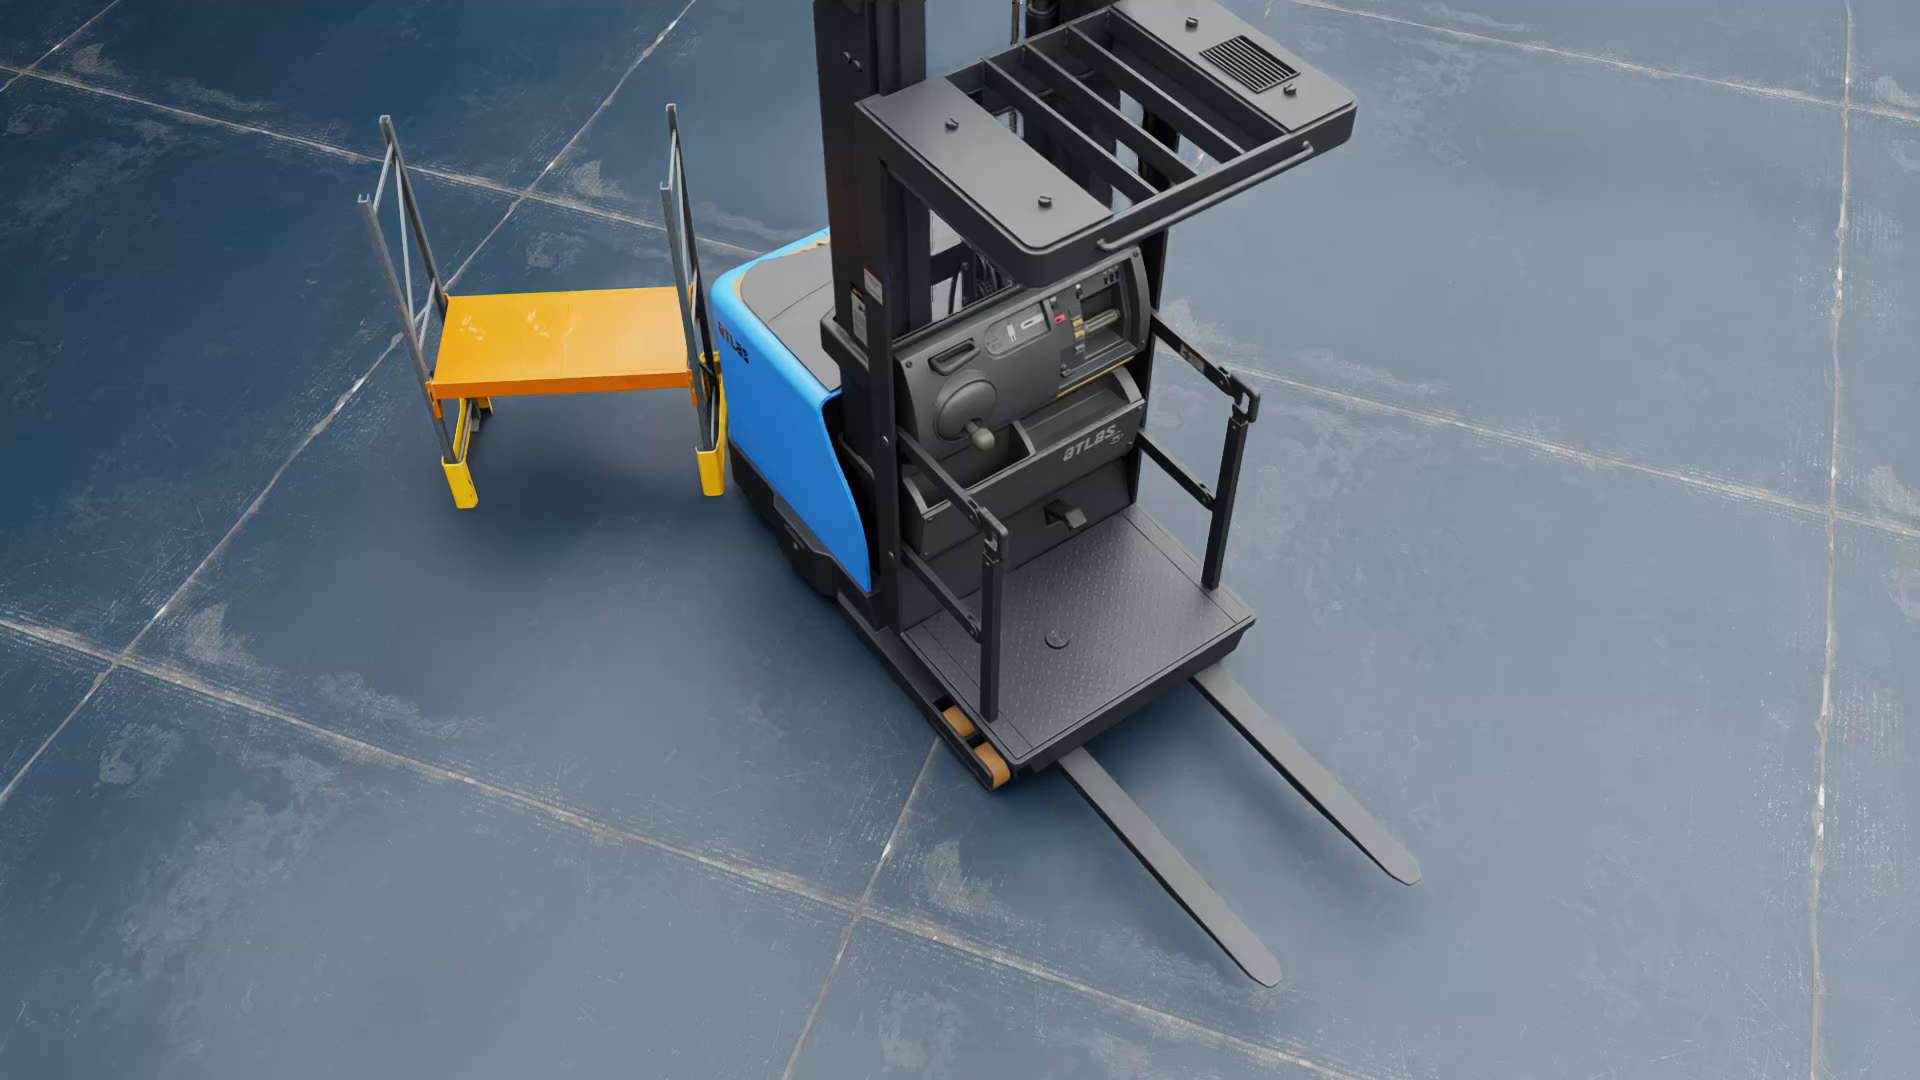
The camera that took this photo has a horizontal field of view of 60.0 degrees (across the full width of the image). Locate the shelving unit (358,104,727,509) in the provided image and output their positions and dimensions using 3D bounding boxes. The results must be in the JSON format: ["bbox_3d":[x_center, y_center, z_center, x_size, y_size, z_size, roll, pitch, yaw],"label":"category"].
[{"bbox_3d":[-1.522,-0.867,6.375,1.083,1.500,0.587,-3,49,-3],"label":"shelving unit"}]

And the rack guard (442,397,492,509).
[{"bbox_3d":[-2.019,-0.431,6.825,0.087,0.250,0.587,-3,49,-3],"label":"rack guard"}]

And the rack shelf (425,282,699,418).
[{"bbox_3d":[-1.531,-0.748,6.511,1.000,0.185,0.538,-3,49,-3],"label":"rack shelf"}]

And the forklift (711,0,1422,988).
[{"bbox_3d":[0.344,-0.508,5.117,1.130,2.935,3.031,-28,55,-22],"label":"forklift"}]

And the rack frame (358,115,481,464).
[{"bbox_3d":[-2.038,-0.840,6.352,0.032,1.500,0.500,-3,49,-3],"label":"rack frame"}]

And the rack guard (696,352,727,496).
[{"bbox_3d":[-1.025,-0.483,6.870,0.087,0.250,0.587,-3,49,-3],"label":"rack guard"}]

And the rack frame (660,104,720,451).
[{"bbox_3d":[-1.024,-0.893,6.398,0.032,1.500,0.500,-3,49,-3],"label":"rack frame"}]
